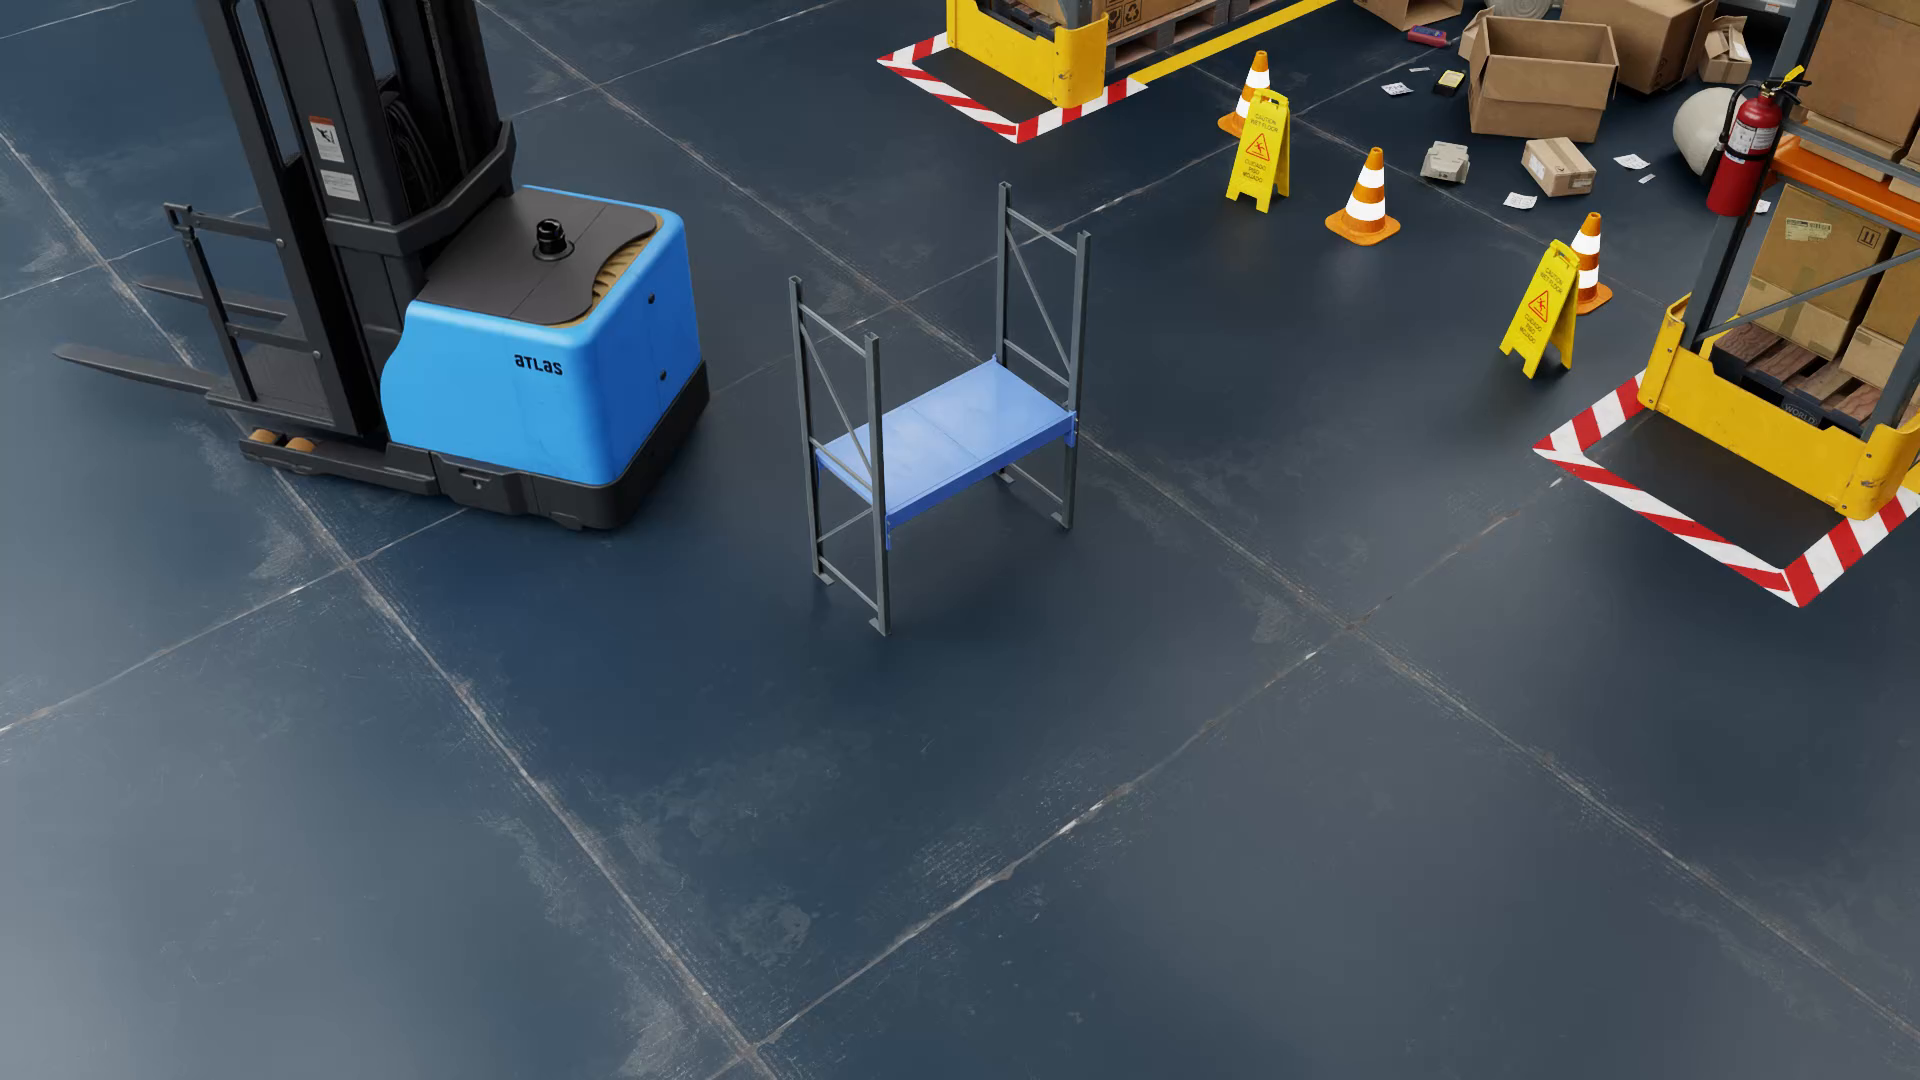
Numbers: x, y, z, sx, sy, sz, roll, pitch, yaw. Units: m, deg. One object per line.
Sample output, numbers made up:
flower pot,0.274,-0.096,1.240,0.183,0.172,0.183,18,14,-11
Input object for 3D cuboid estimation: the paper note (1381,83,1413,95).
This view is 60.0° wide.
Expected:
paper note,2.674,-2.760,10.168,0.142,0.017,0.144,-14,45,-14

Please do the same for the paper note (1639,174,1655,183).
paper note,3.894,-2.048,9.424,0.123,0.001,0.032,-30,51,-28

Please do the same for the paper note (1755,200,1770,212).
paper note,4.405,-1.862,9.210,0.142,0.019,0.148,22,47,21

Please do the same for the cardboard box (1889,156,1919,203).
cardboard box,4.061,-1.458,6.795,0.250,0.149,0.380,-30,51,-28

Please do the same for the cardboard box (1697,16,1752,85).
cardboard box,4.734,-3.039,10.292,0.258,0.266,0.396,7,44,7

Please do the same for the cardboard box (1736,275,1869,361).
cardboard box,4.133,-1.167,8.003,0.500,0.250,0.500,-30,51,-28

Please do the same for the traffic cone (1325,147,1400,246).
traffic cone,2.197,-1.884,8.918,0.334,0.463,0.336,-30,51,-28

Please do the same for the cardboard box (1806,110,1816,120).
cardboard box,3.940,-1.864,7.227,0.250,0.149,0.380,-30,51,-28

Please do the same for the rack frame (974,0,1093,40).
rack frame,0.414,-4.064,9.386,0.127,3.000,1.000,-30,51,-28

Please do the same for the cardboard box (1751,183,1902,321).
cardboard box,4.115,-1.422,7.727,0.500,0.500,0.500,-29,51,-28

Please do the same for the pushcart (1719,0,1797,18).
pushcart,5.235,-3.486,10.686,1.648,0.377,0.936,22,47,21

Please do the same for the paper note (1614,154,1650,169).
paper note,3.863,-2.178,9.555,0.142,0.019,0.148,-14,45,-14

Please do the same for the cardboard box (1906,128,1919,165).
cardboard box,4.209,-1.717,6.596,0.500,0.500,0.500,-31,51,-28

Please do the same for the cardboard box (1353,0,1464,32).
cardboard box,2.950,-3.690,10.812,0.500,0.500,0.500,-21,47,-21

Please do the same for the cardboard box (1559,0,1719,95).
cardboard box,4.103,-3.165,10.153,0.503,0.637,0.797,-30,51,-28

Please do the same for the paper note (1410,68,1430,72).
paper note,2.866,-2.932,10.365,0.123,0.001,0.032,-7,44,-7

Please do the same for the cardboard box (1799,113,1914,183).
cardboard box,3.817,-1.694,7.046,0.250,0.149,0.380,-28,50,-27

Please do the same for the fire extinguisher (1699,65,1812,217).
fire extinguisher,3.284,-1.673,6.897,0.183,0.674,0.296,-30,51,-28

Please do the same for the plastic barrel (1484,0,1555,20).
plastic barrel,3.596,-3.578,10.751,0.421,0.421,0.512,0,43,0

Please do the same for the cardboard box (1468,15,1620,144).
cardboard box,3.391,-2.700,9.758,0.797,0.503,0.637,7,44,7

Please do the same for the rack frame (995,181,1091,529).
rack frame,0.325,-0.732,6.934,0.032,1.500,0.500,-30,51,-28

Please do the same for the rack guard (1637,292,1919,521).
rack guard,3.726,-0.632,7.557,0.348,0.500,1.175,-30,51,-28

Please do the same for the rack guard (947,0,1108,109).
rack guard,0.396,-3.143,10.231,0.348,0.500,1.175,-30,51,-28

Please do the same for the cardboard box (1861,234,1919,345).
cardboard box,4.482,-1.153,7.441,0.500,0.500,0.500,-32,52,-29

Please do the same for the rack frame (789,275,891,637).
rack frame,-0.455,-0.286,6.459,0.032,1.500,0.500,-30,51,-28

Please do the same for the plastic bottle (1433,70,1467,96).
plastic bottle,3.015,-2.821,10.209,0.133,0.061,0.283,22,47,21

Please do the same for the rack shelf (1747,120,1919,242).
rack shelf,5.202,-2.126,7.848,4.000,0.370,1.077,-30,51,-28

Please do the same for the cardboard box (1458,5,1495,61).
cardboard box,3.346,-3.102,10.359,0.258,0.266,0.396,-21,47,-21

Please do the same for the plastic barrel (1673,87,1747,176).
plastic barrel,4.281,-2.272,9.360,0.421,0.421,0.512,0,43,0

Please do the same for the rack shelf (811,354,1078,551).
rack shelf,-0.065,-0.378,6.820,1.000,0.185,0.538,-30,51,-28

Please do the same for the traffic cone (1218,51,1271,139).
traffic cone,1.733,-2.627,9.709,0.334,0.463,0.336,-30,51,-28

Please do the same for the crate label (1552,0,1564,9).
crate label,3.997,-3.643,11.029,0.298,0.136,0.250,7,44,7

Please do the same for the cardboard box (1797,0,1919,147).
cardboard box,3.907,-2.037,6.938,0.500,0.500,0.500,-31,51,-29

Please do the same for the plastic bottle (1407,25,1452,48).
plastic bottle,3.014,-3.212,10.625,0.283,0.061,0.133,22,47,21

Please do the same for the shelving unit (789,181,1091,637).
shelving unit,-0.065,-0.509,6.697,1.048,1.500,0.538,-30,51,-28

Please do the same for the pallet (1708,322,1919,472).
pallet,4.372,-0.865,8.016,1.213,0.211,1.003,-30,51,-28

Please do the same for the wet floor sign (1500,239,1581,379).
wet floor sign,2.835,-1.130,7.981,0.232,0.644,0.267,-14,45,-14

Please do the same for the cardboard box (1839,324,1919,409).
cardboard box,4.464,-0.869,7.686,0.500,0.250,0.500,-30,51,-28

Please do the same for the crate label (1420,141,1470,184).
crate label,2.760,-2.144,9.432,0.250,0.136,0.298,14,45,15

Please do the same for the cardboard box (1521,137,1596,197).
cardboard box,3.376,-2.106,9.384,0.250,0.149,0.380,-7,44,-7

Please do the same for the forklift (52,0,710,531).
forklift,-2.756,-1.699,6.918,3.031,2.935,1.130,12,45,13

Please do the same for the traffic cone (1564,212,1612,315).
traffic cone,3.170,-1.451,8.457,0.334,0.463,0.336,-30,51,-28

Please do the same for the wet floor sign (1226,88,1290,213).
wet floor sign,1.662,-2.154,9.072,0.267,0.644,0.232,30,51,28

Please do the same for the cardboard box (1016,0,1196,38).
cardboard box,0.892,-3.775,10.324,0.875,0.875,0.875,-29,51,-28

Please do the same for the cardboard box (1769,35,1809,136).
cardboard box,5.041,-2.600,9.651,0.500,0.500,0.500,0,43,0

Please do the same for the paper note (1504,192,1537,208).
paper note,3.116,-1.888,9.237,0.148,0.019,0.142,22,47,21

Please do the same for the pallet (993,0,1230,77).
pallet,0.977,-3.440,10.759,1.213,0.211,1.003,-30,51,-28

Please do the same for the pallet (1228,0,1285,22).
pallet,1.913,-3.973,11.326,1.213,0.211,1.003,-30,51,-28

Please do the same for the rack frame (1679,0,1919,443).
rack frame,3.668,-1.509,6.666,0.127,3.000,1.000,-30,51,-28
